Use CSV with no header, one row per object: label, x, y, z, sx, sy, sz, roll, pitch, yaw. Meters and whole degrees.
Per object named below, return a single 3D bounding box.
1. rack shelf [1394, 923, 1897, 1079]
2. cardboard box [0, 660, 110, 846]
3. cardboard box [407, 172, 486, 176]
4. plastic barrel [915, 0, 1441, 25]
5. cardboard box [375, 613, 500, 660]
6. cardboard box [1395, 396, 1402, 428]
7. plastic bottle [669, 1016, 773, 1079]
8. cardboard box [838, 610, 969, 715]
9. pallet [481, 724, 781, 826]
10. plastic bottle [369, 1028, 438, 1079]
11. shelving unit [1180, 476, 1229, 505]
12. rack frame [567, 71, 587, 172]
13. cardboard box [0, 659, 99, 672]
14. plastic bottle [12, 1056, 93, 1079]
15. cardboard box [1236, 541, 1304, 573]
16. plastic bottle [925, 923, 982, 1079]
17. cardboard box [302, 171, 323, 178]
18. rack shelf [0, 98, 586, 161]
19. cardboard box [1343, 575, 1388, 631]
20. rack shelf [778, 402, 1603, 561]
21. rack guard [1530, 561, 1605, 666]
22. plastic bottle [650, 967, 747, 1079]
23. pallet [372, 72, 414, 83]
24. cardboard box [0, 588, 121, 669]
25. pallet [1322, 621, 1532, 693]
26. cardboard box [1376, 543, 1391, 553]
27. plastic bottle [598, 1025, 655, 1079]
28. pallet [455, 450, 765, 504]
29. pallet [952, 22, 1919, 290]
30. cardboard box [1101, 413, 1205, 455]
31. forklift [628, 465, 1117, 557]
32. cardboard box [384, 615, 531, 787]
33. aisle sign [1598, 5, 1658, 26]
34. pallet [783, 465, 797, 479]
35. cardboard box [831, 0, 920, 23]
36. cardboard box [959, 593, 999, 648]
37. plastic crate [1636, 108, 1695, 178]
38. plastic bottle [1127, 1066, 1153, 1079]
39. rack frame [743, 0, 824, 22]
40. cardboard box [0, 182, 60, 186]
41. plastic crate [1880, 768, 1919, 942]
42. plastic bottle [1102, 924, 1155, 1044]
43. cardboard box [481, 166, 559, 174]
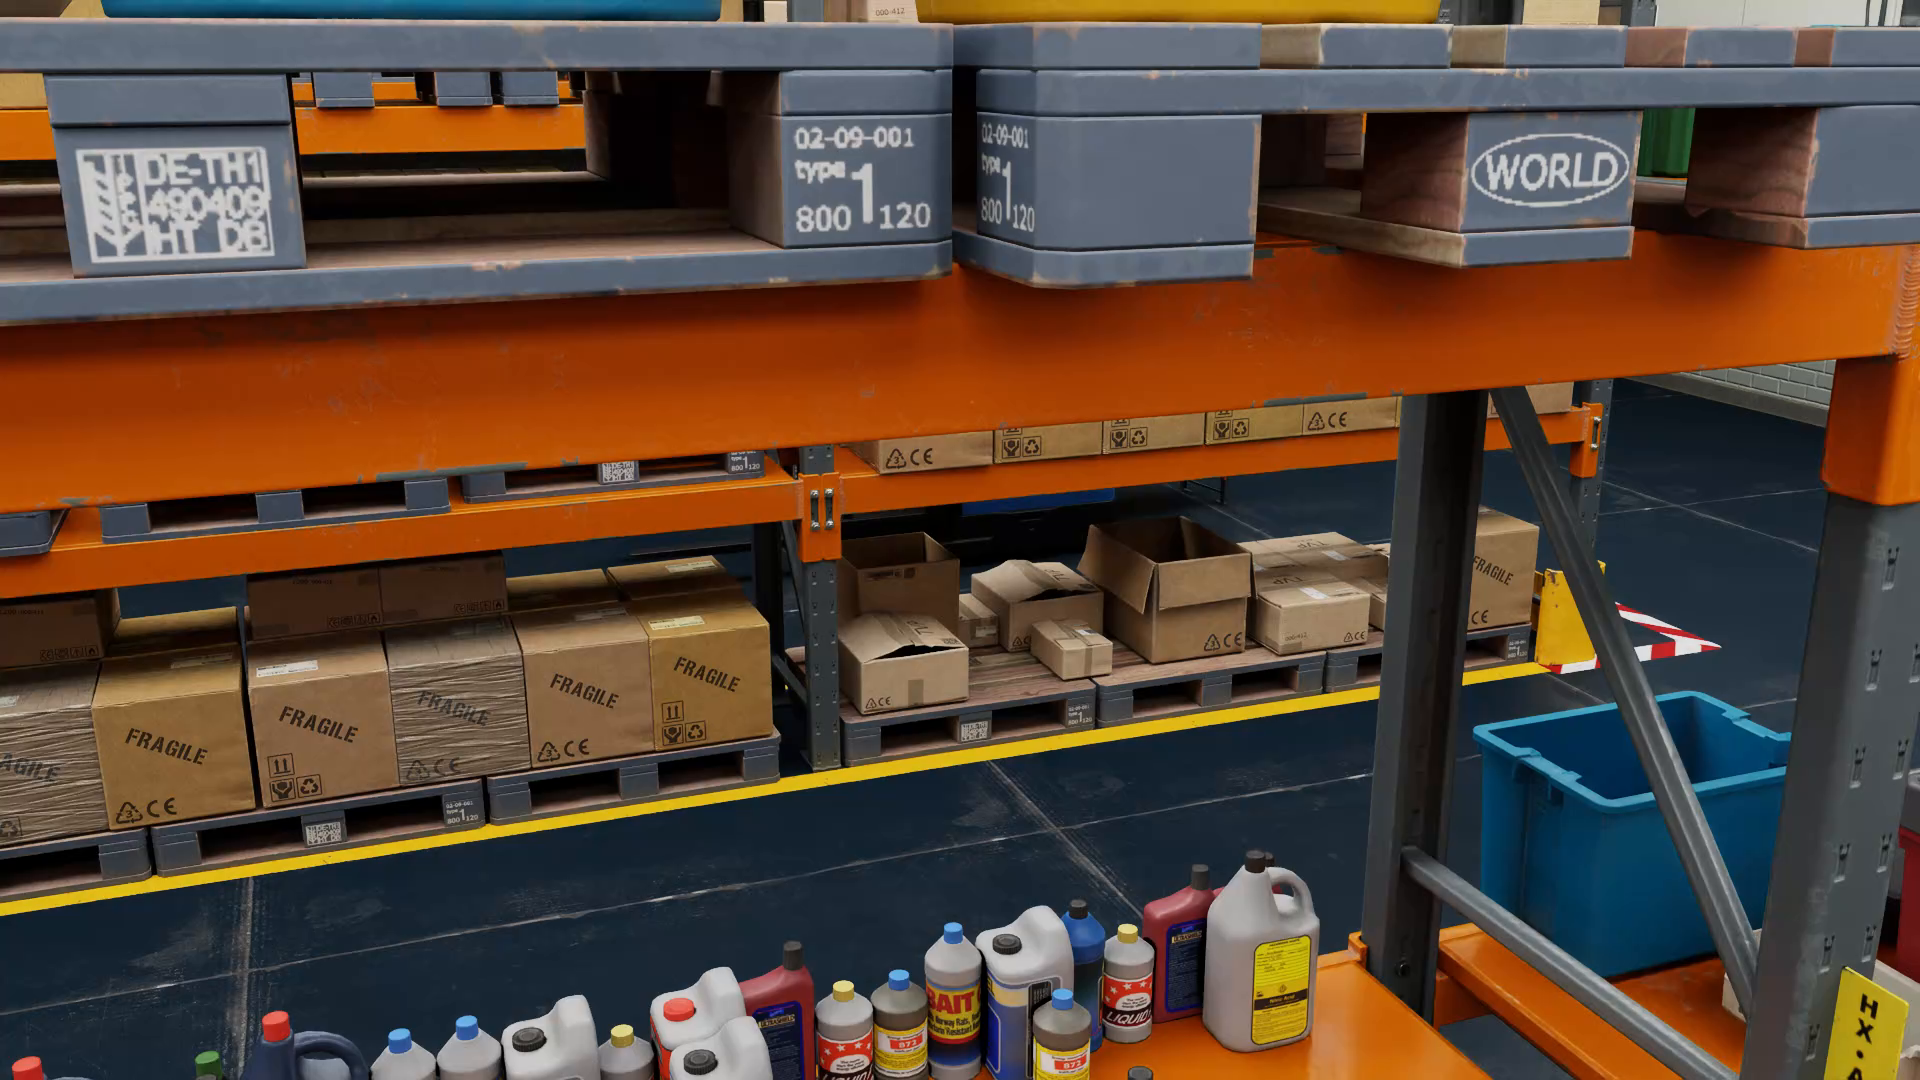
rack shelf,2.885,0.876,3.568,4.000,0.370,1.077,-6,17,-20
cardboard box,-3.473,0.796,6.221,0.500,0.500,0.500,-7,18,-22
cardboard box,-3.353,-2.271,10.935,0.500,0.250,0.500,-6,17,-19
plastic barrel,0.237,-0.853,1.776,0.600,0.588,0.600,0,16,0
cardboard box,-2.254,0.507,7.203,0.500,0.500,0.500,-6,17,-19
cardboard box,2.179,-0.852,7.999,0.500,0.500,0.500,-6,17,-20
plastic bottle,-0.362,0.872,2.525,0.135,0.276,0.152,-6,17,-20
cardboard box,-0.283,0.523,7.486,0.500,0.311,0.500,-6,17,-20
pallet,-1.498,0.859,7.299,1.213,0.211,1.003,-6,17,-20
plastic bottle,-0.842,0.872,2.534,0.097,0.271,0.097,0,16,0
shelving unit,1.260,-0.773,11.235,1.048,1.125,0.538,-9,19,-28
rack frame,-2.528,-1.874,11.656,0.127,3.000,1.000,-6,17,-20
cardboard box,-3.698,0.665,6.667,0.500,0.500,0.500,-5,17,-18
plastic bottle,-1.262,0.886,2.344,0.185,0.351,0.144,-6,17,-20
cardboard box,1.440,0.215,8.642,0.500,0.250,0.500,-6,17,-20
plastic bottle,-0.011,0.782,2.839,0.097,0.271,0.097,0,16,0
cardboard box,-4.492,-2.298,11.029,0.500,0.250,0.500,-7,18,-21
rack shelf,-2.620,-1.463,6.211,4.000,0.370,1.077,-6,17,-20
cardboard box,2.153,0.311,8.464,0.250,0.166,0.380,-6,17,-20
rack shelf,1.116,-0.427,8.007,4.000,0.370,1.077,-6,17,-20
rack guard,2.912,0.233,8.918,0.348,0.500,1.175,-6,17,-20
plastic bottle,-0.416,0.832,2.662,0.135,0.276,0.152,-6,17,-20
pallet,-3.366,-3.116,10.901,1.217,0.209,0.805,-7,18,-22
cardboard box,-3.647,0.298,6.585,0.500,0.250,0.500,-5,17,-18
pallet,2.168,0.452,8.685,1.213,0.211,1.003,-6,17,-20
cardboard box,2.469,0.134,9.096,0.250,0.149,0.380,-6,17,-20
plastic bottle,-0.534,0.872,2.657,0.097,0.201,0.097,0,16,0
pallet,-1.537,-0.427,7.069,1.213,0.211,1.003,-6,17,-20
pallet,0.320,-0.511,2.027,1.003,0.211,1.213,-6,17,-20
cardboard box,0.766,-0.701,7.484,0.500,0.500,0.500,-6,17,-20
forklift,-0.589,-1.343,9.971,3.031,2.935,1.130,-6,17,-20
cardboard box,-2.043,0.641,6.749,0.500,0.500,0.500,-6,17,-19
aisle sign,3.157,-2.148,7.975,0.004,0.787,0.394,-6,17,-20
pallet,-1.790,-0.592,12.240,1.213,0.211,1.003,-6,17,-20
cardboard box,-0.209,-2.162,6.691,0.500,0.250,0.500,-6,17,-20
cardboard box,0.007,0.400,8.191,0.250,0.149,0.380,-6,17,-20
plastic crate,1.304,-0.727,2.803,0.662,0.188,0.450,-6,17,-20
plastic bottle,0.224,0.897,2.307,0.185,0.351,0.144,-6,17,-20
rack frame,-0.752,-3.449,6.374,0.127,3.000,1.000,-6,17,-20
cardboard box,-5.720,-2.012,10.053,0.500,0.250,0.500,-6,17,-19
plastic crate,1.966,0.652,3.435,0.590,0.125,0.437,-6,17,-20
plastic bottle,0.296,0.783,2.962,0.097,0.201,0.097,0,16,0
cardboard box,-3.051,-2.456,11.567,0.500,0.250,0.500,-6,17,-18
